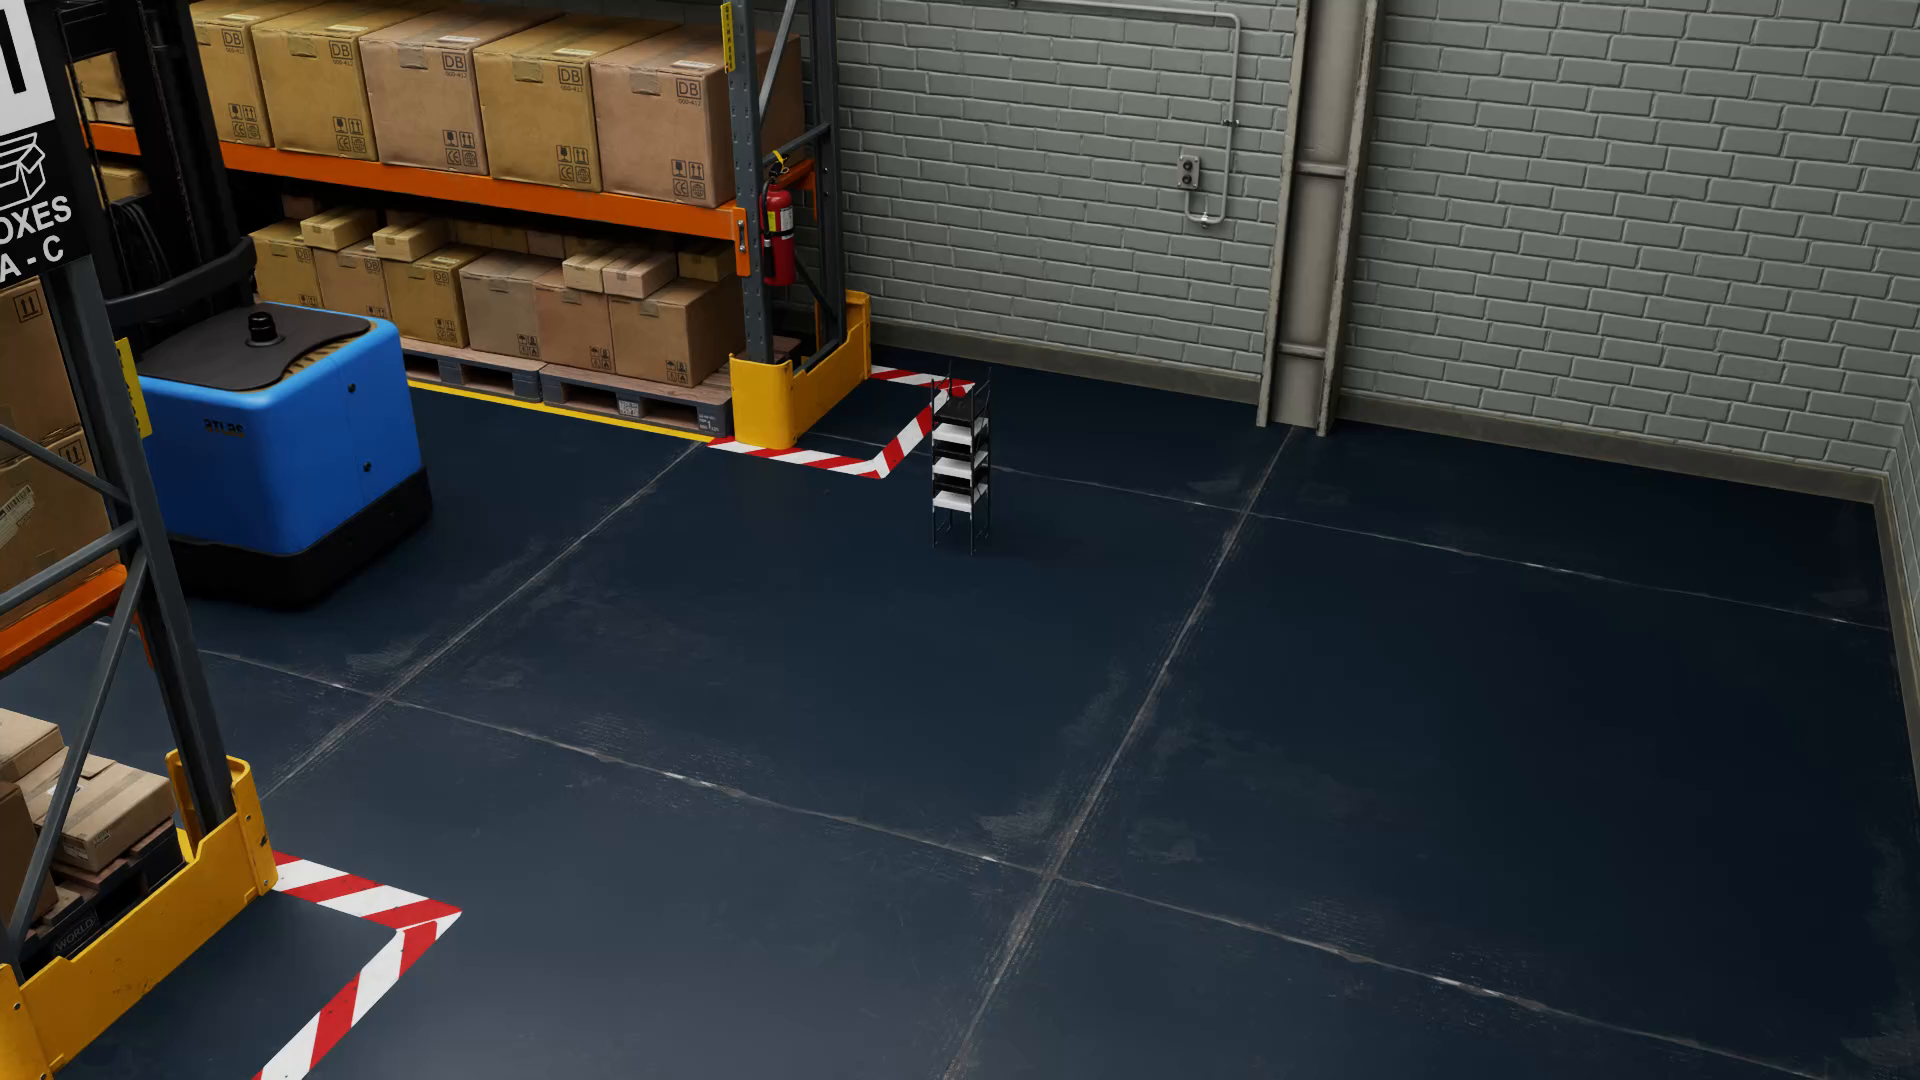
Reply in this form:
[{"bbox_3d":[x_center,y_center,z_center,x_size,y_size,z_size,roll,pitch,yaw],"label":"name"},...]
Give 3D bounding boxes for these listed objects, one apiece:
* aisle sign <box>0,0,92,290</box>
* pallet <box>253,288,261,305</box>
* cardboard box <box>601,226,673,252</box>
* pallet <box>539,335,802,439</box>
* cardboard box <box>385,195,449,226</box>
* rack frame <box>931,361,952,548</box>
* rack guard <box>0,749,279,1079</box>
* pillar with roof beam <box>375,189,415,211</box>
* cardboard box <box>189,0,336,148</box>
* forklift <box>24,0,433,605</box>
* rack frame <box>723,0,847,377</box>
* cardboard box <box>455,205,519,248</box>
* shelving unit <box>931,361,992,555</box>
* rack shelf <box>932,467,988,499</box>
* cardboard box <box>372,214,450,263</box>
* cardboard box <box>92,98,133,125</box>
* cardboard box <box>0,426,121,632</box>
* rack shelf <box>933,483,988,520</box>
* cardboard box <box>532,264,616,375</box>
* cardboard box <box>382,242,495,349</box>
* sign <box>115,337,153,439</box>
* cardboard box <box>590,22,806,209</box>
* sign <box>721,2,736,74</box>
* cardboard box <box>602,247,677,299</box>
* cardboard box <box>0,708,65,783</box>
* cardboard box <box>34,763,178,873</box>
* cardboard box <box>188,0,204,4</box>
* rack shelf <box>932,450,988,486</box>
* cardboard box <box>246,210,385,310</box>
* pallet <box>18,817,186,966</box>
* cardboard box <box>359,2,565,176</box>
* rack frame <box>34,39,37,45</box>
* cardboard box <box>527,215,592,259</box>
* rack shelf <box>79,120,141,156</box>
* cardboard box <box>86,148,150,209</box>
[{"bbox_3d":[-2.599,-1.085,4.480,0.004,0.787,0.394,11,31,19],"label":"aisle sign"},{"bbox_3d":[-3.945,-1.441,10.586,1.213,0.211,1.003,11,31,19],"label":"pallet"},{"bbox_3d":[-1.879,-1.714,9.688,0.250,0.149,0.380,11,31,19],"label":"cardboard box"},{"bbox_3d":[-1.684,-0.990,9.787,1.213,0.211,1.003,11,31,19],"label":"pallet"},{"bbox_3d":[-3.292,-1.996,10.187,0.250,0.149,0.380,10,31,18],"label":"cardboard box"},{"bbox_3d":[-0.087,-0.409,8.059,0.006,0.900,0.240,11,31,19],"label":"rack frame"},{"bbox_3d":[-2.843,1.242,5.545,0.348,0.500,1.175,11,31,19],"label":"rack guard"},{"bbox_3d":[-5.265,-3.745,5.731,0.400,9.000,9.100,11,31,19],"label":"pillar with roof beam"},{"bbox_3d":[-4.124,-2.855,9.947,0.700,0.700,0.980,12,32,20],"label":"cardboard box"},{"bbox_3d":[-4.231,-1.416,7.777,3.031,2.935,1.130,10,31,18],"label":"forklift"},{"bbox_3d":[-0.914,-2.092,8.902,0.127,3.000,1.000,11,31,19],"label":"rack frame"},{"bbox_3d":[-2.819,-1.901,10.020,0.250,0.149,0.380,11,31,18],"label":"cardboard box"},{"bbox_3d":[0.008,-0.390,8.026,0.210,0.900,0.258,11,31,19],"label":"shelving unit"},{"bbox_3d":[0.008,-0.283,8.087,0.200,0.077,0.258,11,31,19],"label":"rack shelf"},{"bbox_3d":[-3.233,-1.781,9.806,0.250,0.149,0.380,10,31,18],"label":"cardboard box"},{"bbox_3d":[-5.040,-2.665,10.151,0.250,0.149,0.380,12,31,20],"label":"cardboard box"},{"bbox_3d":[-3.085,-0.078,5.238,0.500,0.500,0.500,12,32,20],"label":"cardboard box"},{"bbox_3d":[0.008,-0.205,8.131,0.200,0.077,0.258,11,31,19],"label":"rack shelf"},{"bbox_3d":[-2.064,-1.363,9.726,0.500,0.500,0.700,11,31,19],"label":"cardboard box"},{"bbox_3d":[-3.027,-1.551,10.059,0.500,0.500,0.700,12,32,20],"label":"cardboard box"},{"bbox_3d":[-2.569,-0.457,5.130,0.005,0.325,0.100,11,31,19],"label":"sign"},{"bbox_3d":[-1.390,-2.312,8.987,0.700,0.700,0.980,13,32,21],"label":"cardboard box"},{"bbox_3d":[-1.131,-2.454,8.126,0.005,0.325,0.100,11,31,19],"label":"sign"},{"bbox_3d":[-1.787,-1.493,9.298,0.250,0.149,0.380,11,31,19],"label":"cardboard box"},{"bbox_3d":[-3.633,0.851,6.044,0.500,0.250,0.500,11,31,19],"label":"cardboard box"},{"bbox_3d":[-3.031,0.983,5.913,0.250,0.149,0.380,11,31,19],"label":"cardboard box"},{"bbox_3d":[-4.952,-3.213,10.463,0.500,0.500,0.500,10,31,17],"label":"cardboard box"},{"bbox_3d":[0.008,-0.361,8.042,0.200,0.077,0.258,11,31,19],"label":"rack shelf"},{"bbox_3d":[-3.966,-1.741,10.396,0.500,0.500,0.700,12,32,20],"label":"cardboard box"},{"bbox_3d":[-3.582,1.221,5.876,1.213,0.211,1.003,11,31,19],"label":"pallet"},{"bbox_3d":[-2.771,-2.587,9.473,0.700,0.700,0.980,10,31,17],"label":"cardboard box"},{"bbox_3d":[-2.773,-2.444,3.429,0.127,3.000,1.000,11,31,19],"label":"rack frame"},{"bbox_3d":[-2.346,-1.807,9.853,0.250,0.149,0.380,12,32,20],"label":"cardboard box"},{"bbox_3d":[-6.473,-2.889,11.043,4.000,0.370,1.077,11,31,19],"label":"rack shelf"},{"bbox_3d":[-5.271,-2.140,10.745,0.750,0.750,0.750,12,32,20],"label":"cardboard box"}]
